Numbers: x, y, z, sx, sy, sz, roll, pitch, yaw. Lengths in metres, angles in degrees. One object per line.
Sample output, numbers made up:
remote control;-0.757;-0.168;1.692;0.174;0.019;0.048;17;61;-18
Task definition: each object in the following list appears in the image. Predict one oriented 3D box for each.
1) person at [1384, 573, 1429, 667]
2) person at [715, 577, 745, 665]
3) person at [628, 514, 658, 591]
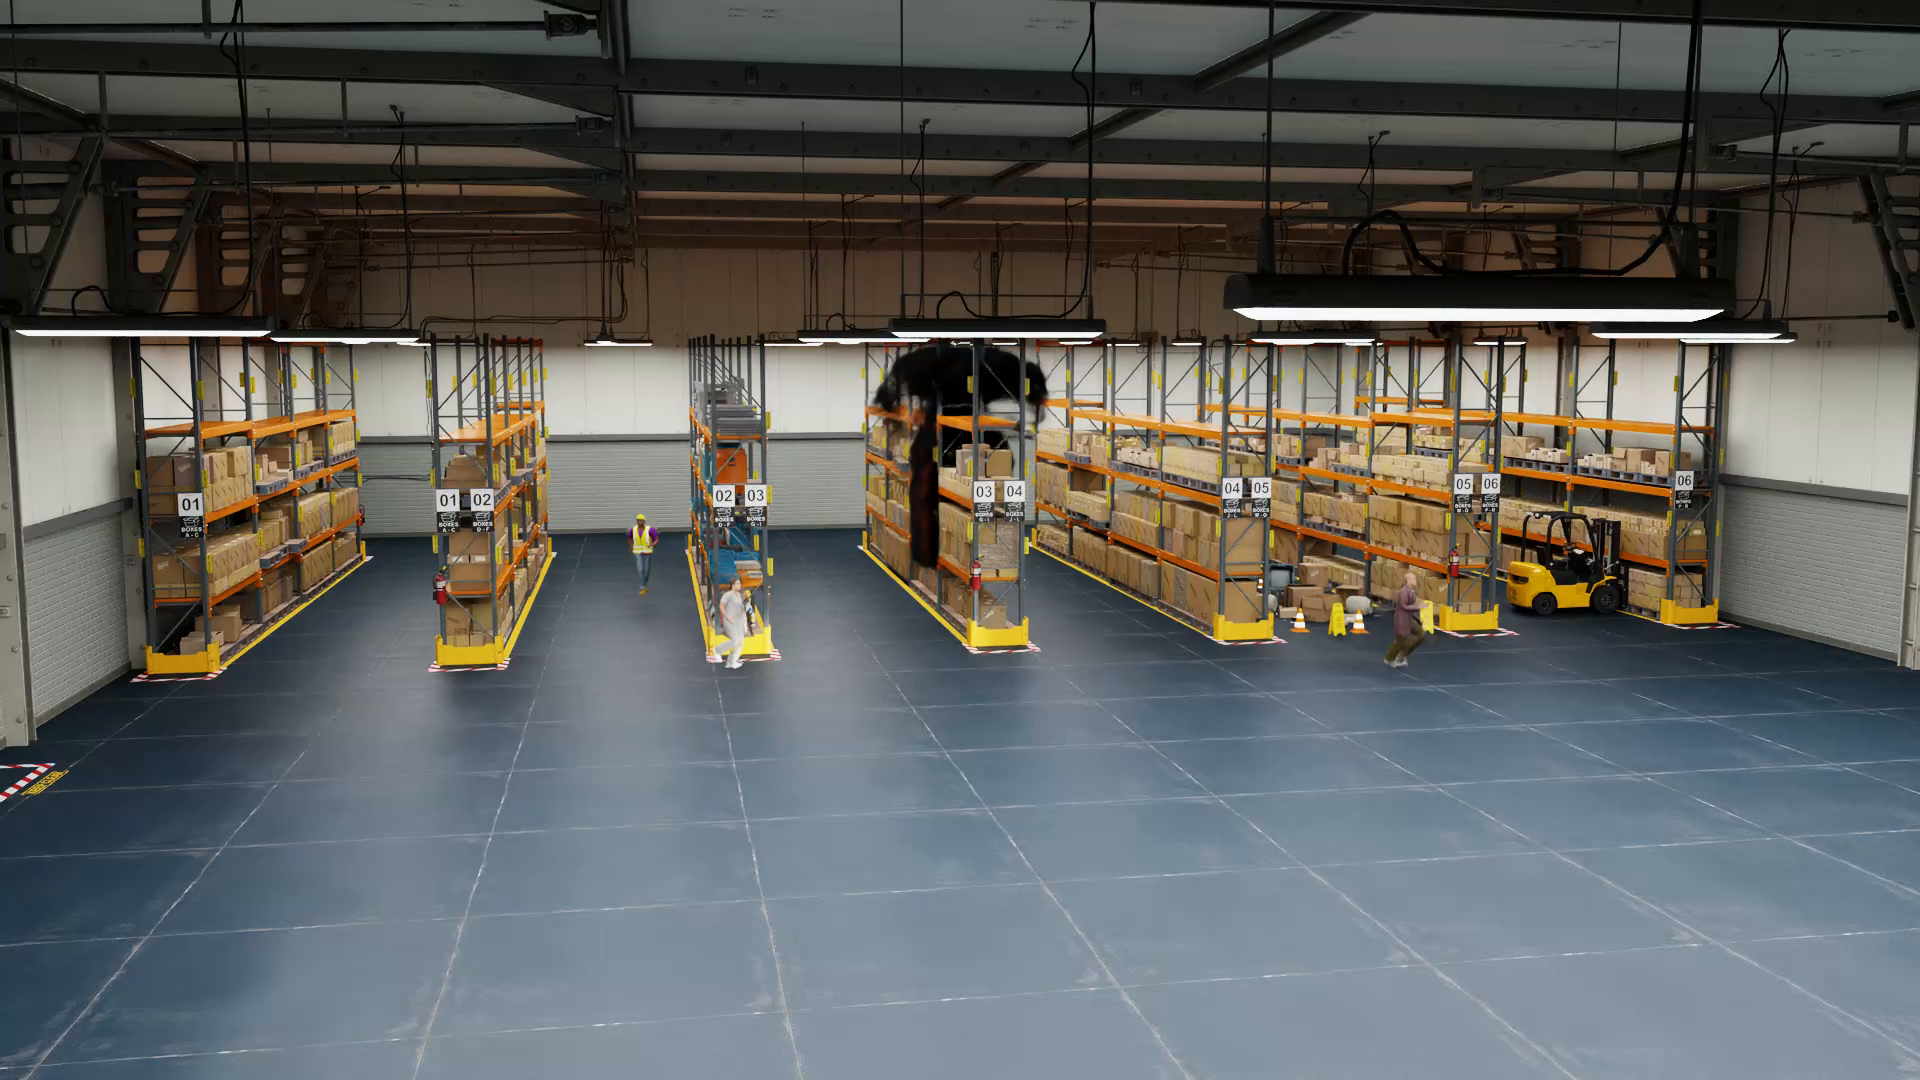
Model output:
person;8.006;1.434;29.794;0.840;1.732;0.753;4;8;34
person;-4.126;1.449;29.981;0.498;1.575;0.592;3;7;26
person;-7.081;0.269;37.173;0.663;1.706;0.609;-1;7;-7
